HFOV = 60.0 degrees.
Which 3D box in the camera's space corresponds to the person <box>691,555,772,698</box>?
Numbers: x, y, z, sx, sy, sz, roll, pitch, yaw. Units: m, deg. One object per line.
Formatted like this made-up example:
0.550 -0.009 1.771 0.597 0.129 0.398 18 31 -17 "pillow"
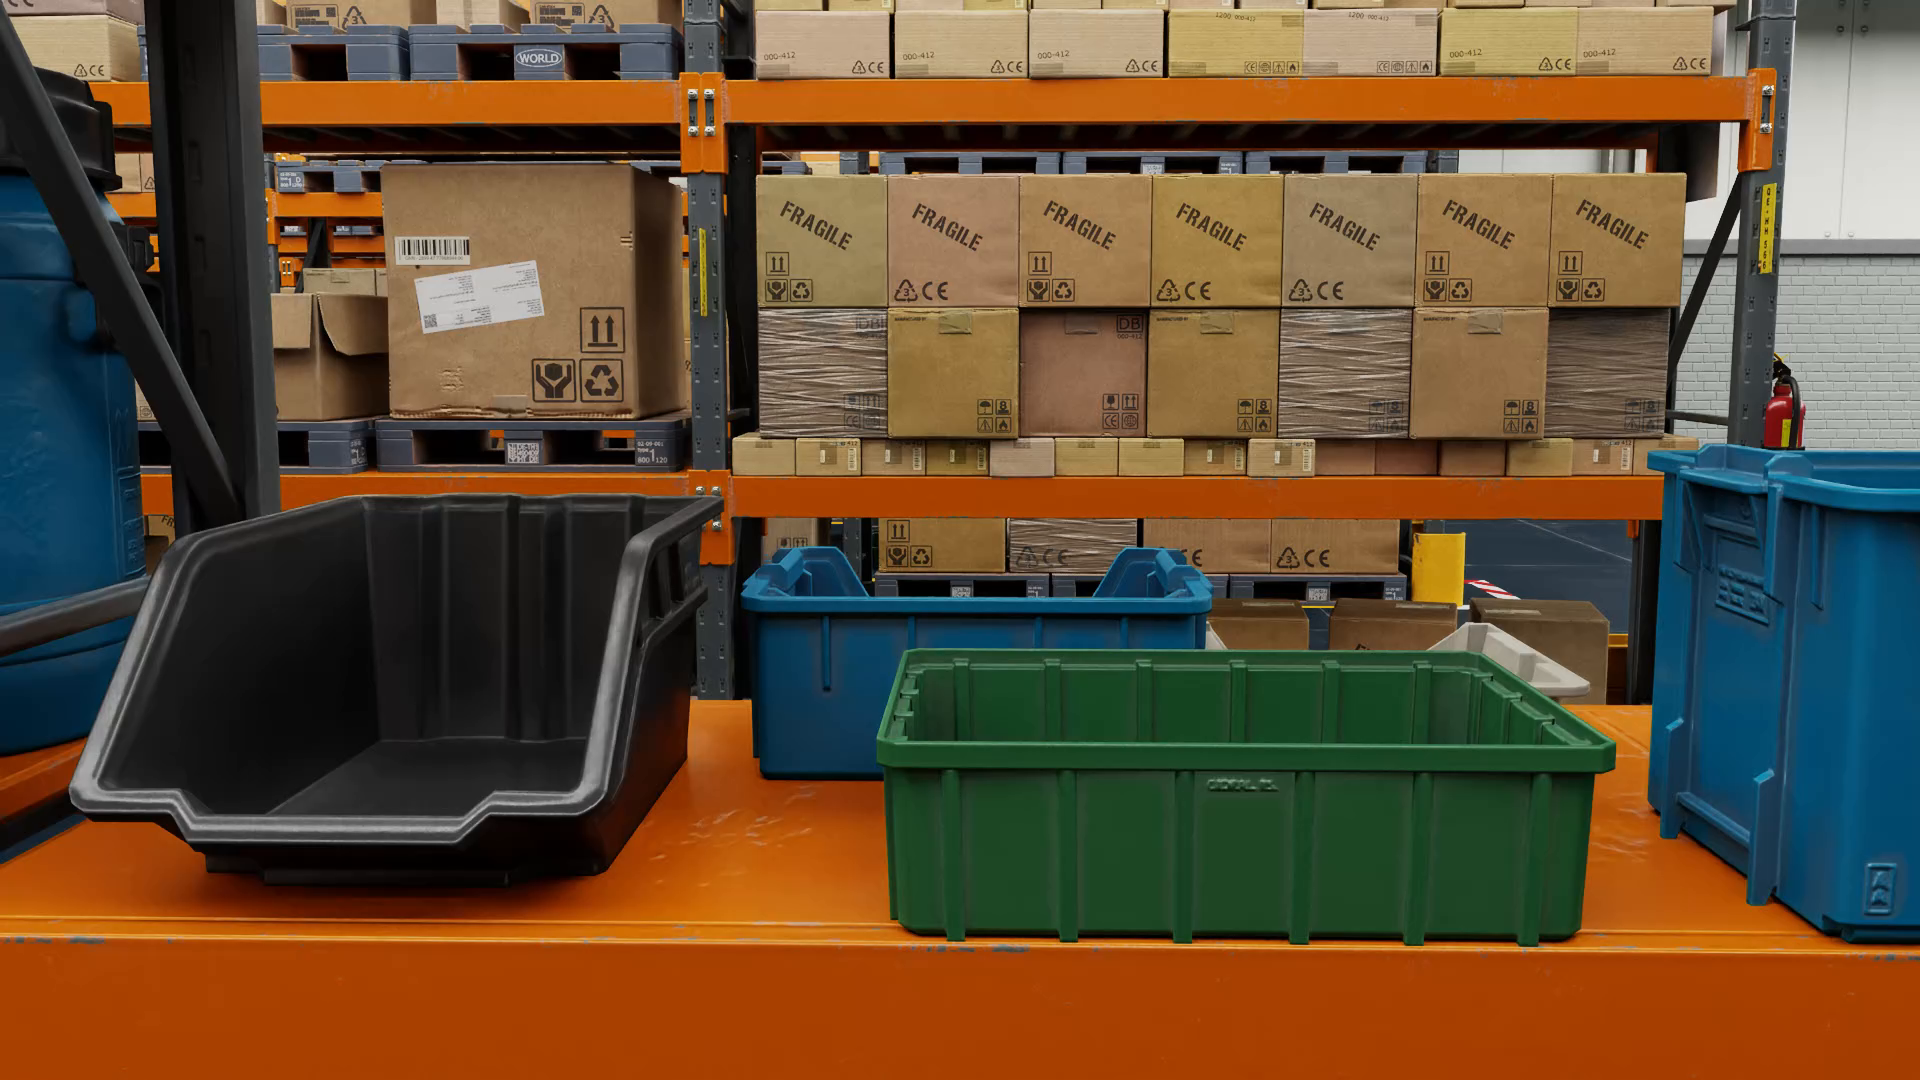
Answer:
-1.390 0.415 8.513 0.972 0.823 0.573 -1 7 -9 "person"
